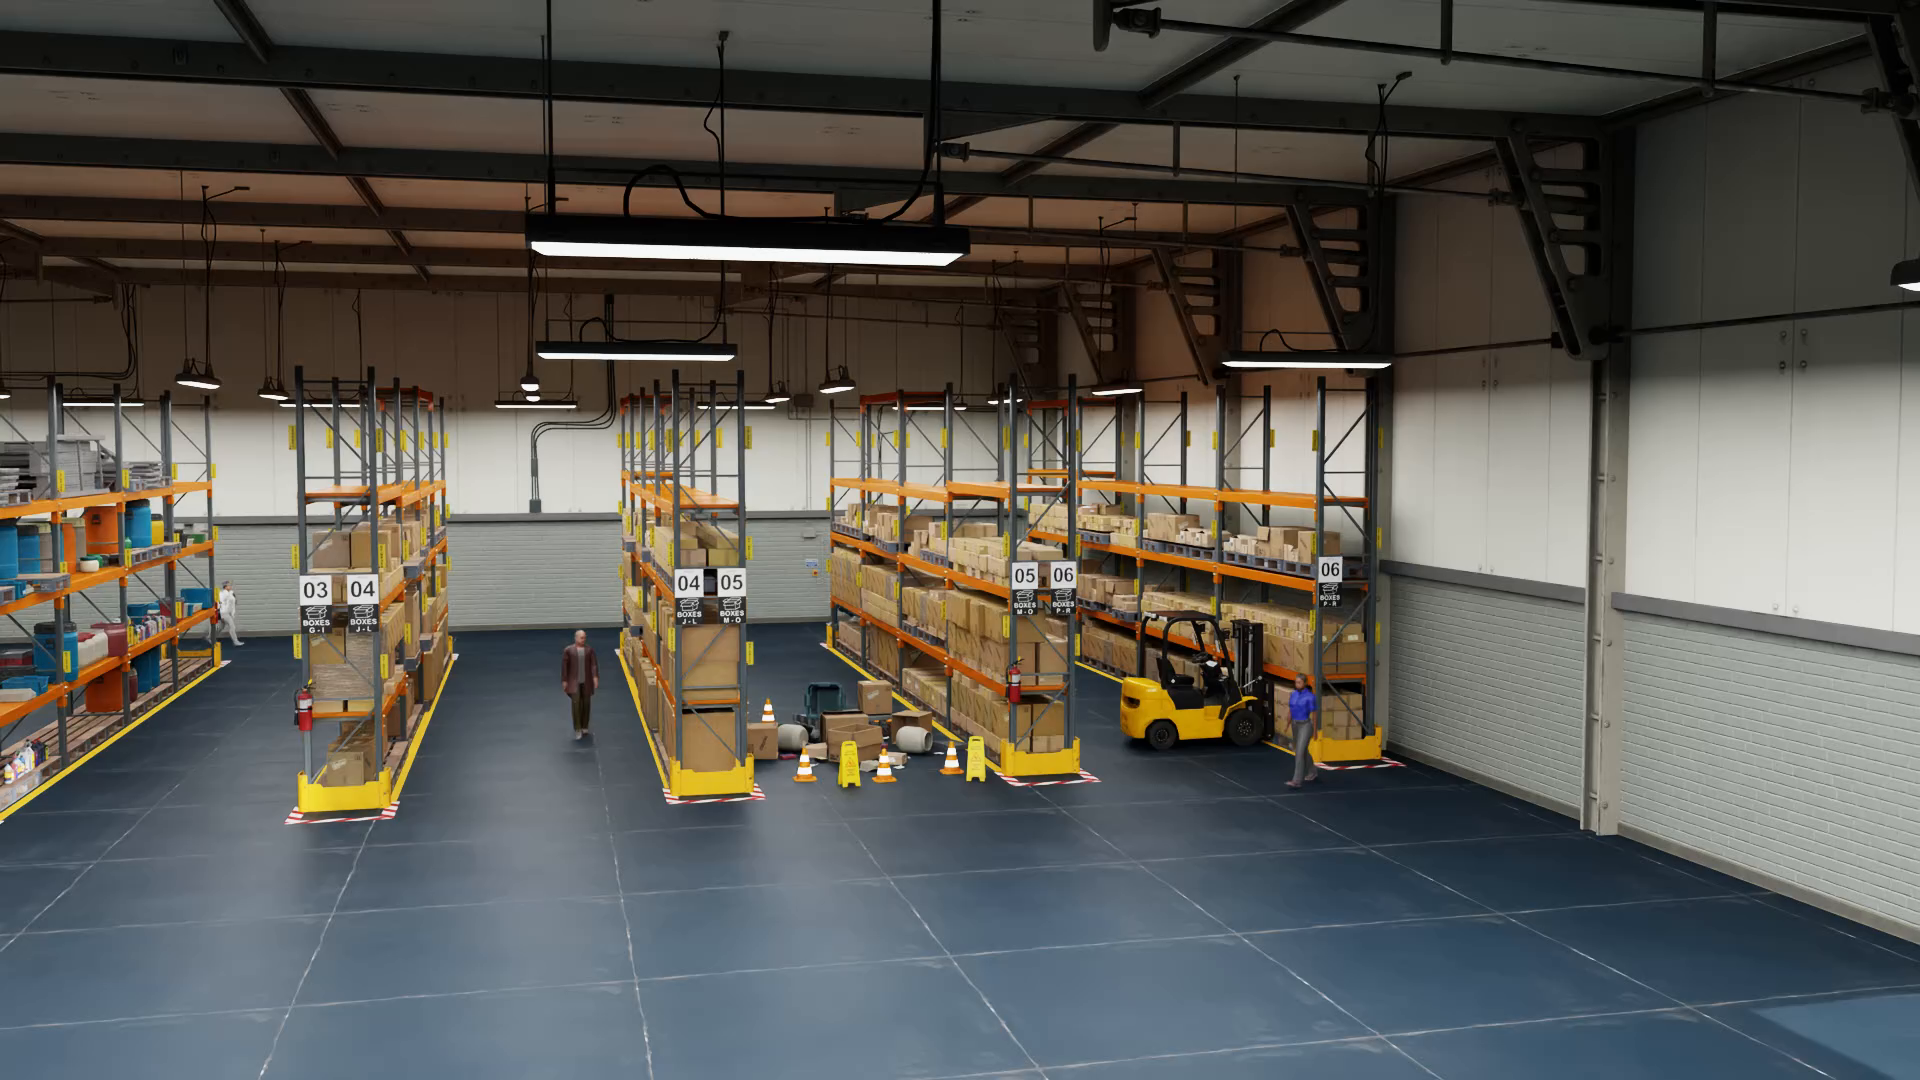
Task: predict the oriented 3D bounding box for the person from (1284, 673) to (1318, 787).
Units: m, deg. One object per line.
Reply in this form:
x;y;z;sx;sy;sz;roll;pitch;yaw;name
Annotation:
4.970;2.753;24.183;0.840;1.619;0.455;-2;4;-30;person

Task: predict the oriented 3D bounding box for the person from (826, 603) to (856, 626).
-3.214;1.535;44.954;0.886;1.539;0.388;-1;4;-22;person

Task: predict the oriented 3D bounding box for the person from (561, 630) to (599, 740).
-6.401;2.448;28.184;0.606;1.803;0.732;-2;4;-28;person

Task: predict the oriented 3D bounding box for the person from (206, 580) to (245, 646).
-17.918;1.772;40.553;1.073;1.613;0.472;0;3;4;person
